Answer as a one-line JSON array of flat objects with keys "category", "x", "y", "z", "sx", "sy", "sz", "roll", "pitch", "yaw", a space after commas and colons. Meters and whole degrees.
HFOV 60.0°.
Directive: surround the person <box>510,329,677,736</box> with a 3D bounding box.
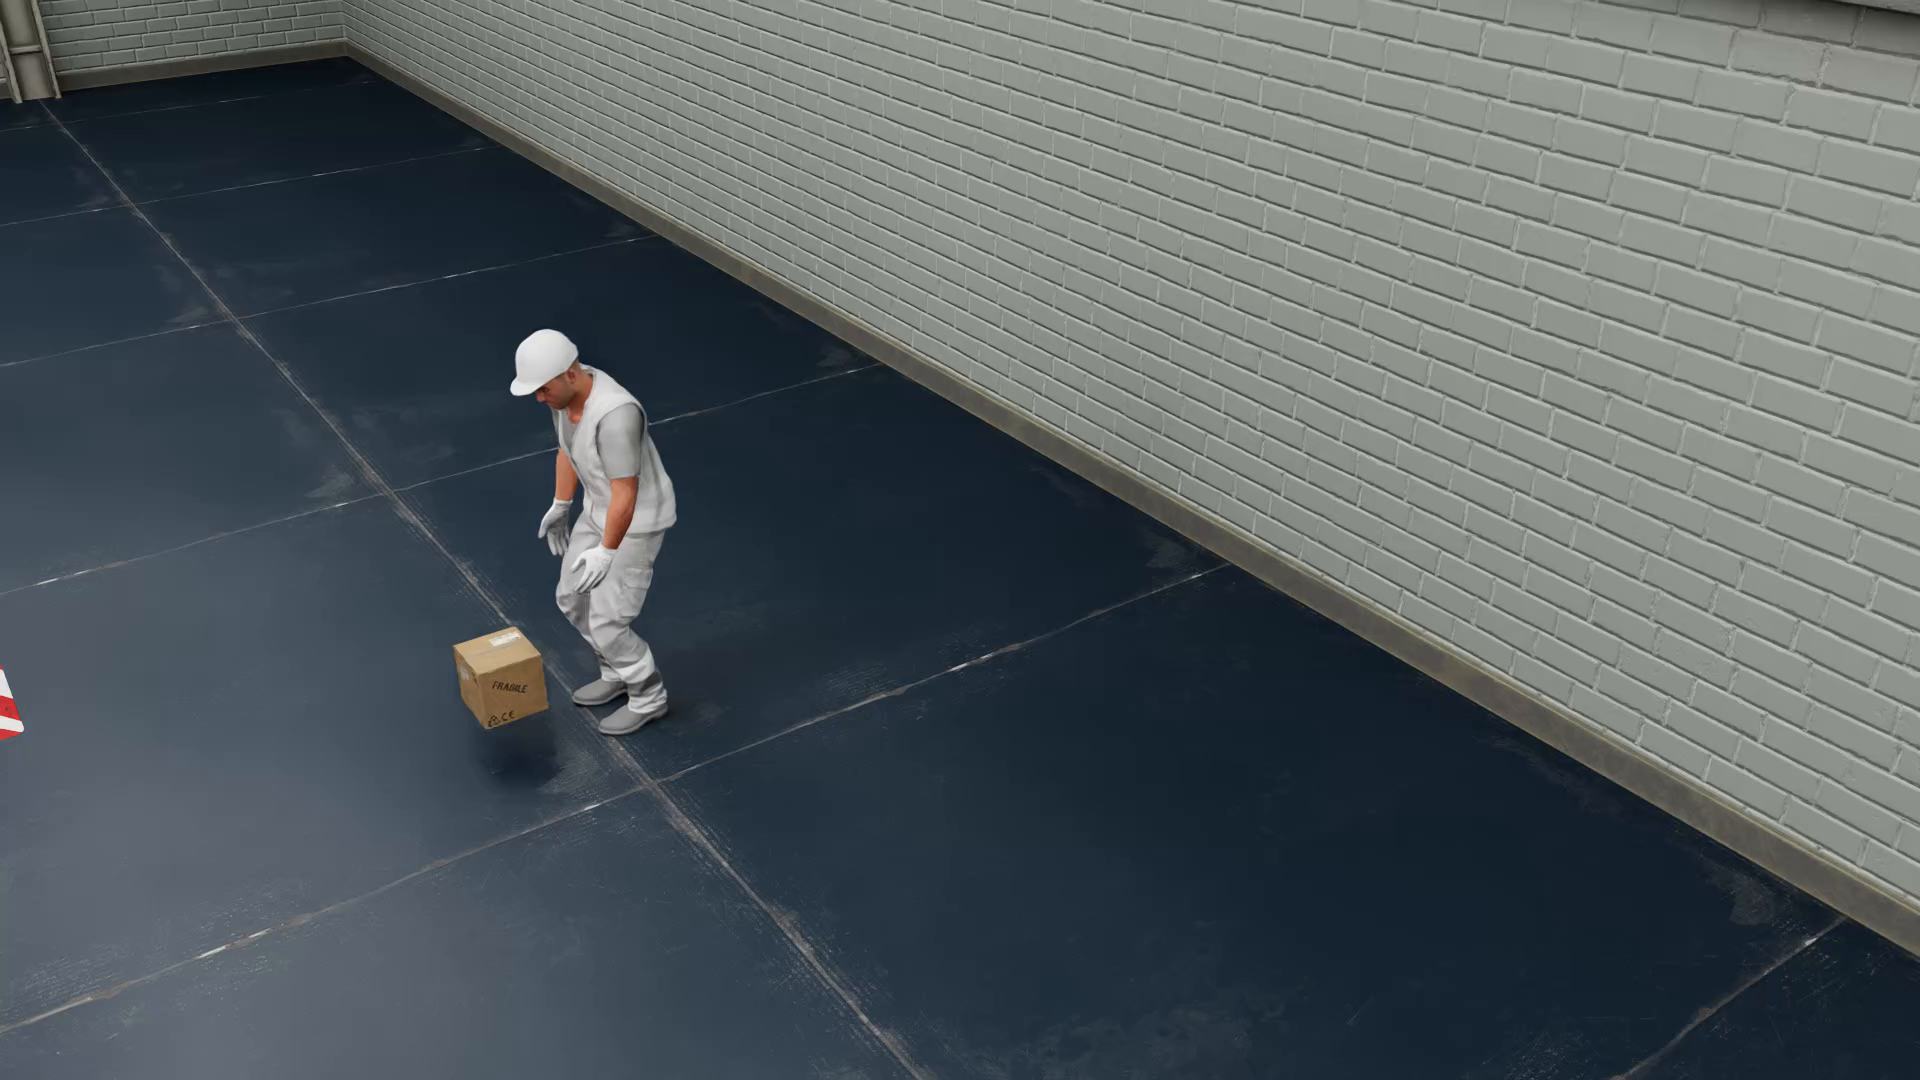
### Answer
[{"category": "person", "x": -1.351, "y": -0.037, "z": 6.298, "sx": 0.558, "sy": 1.666, "sz": 0.560, "roll": -18, "pitch": 33, "yaw": -30}]
